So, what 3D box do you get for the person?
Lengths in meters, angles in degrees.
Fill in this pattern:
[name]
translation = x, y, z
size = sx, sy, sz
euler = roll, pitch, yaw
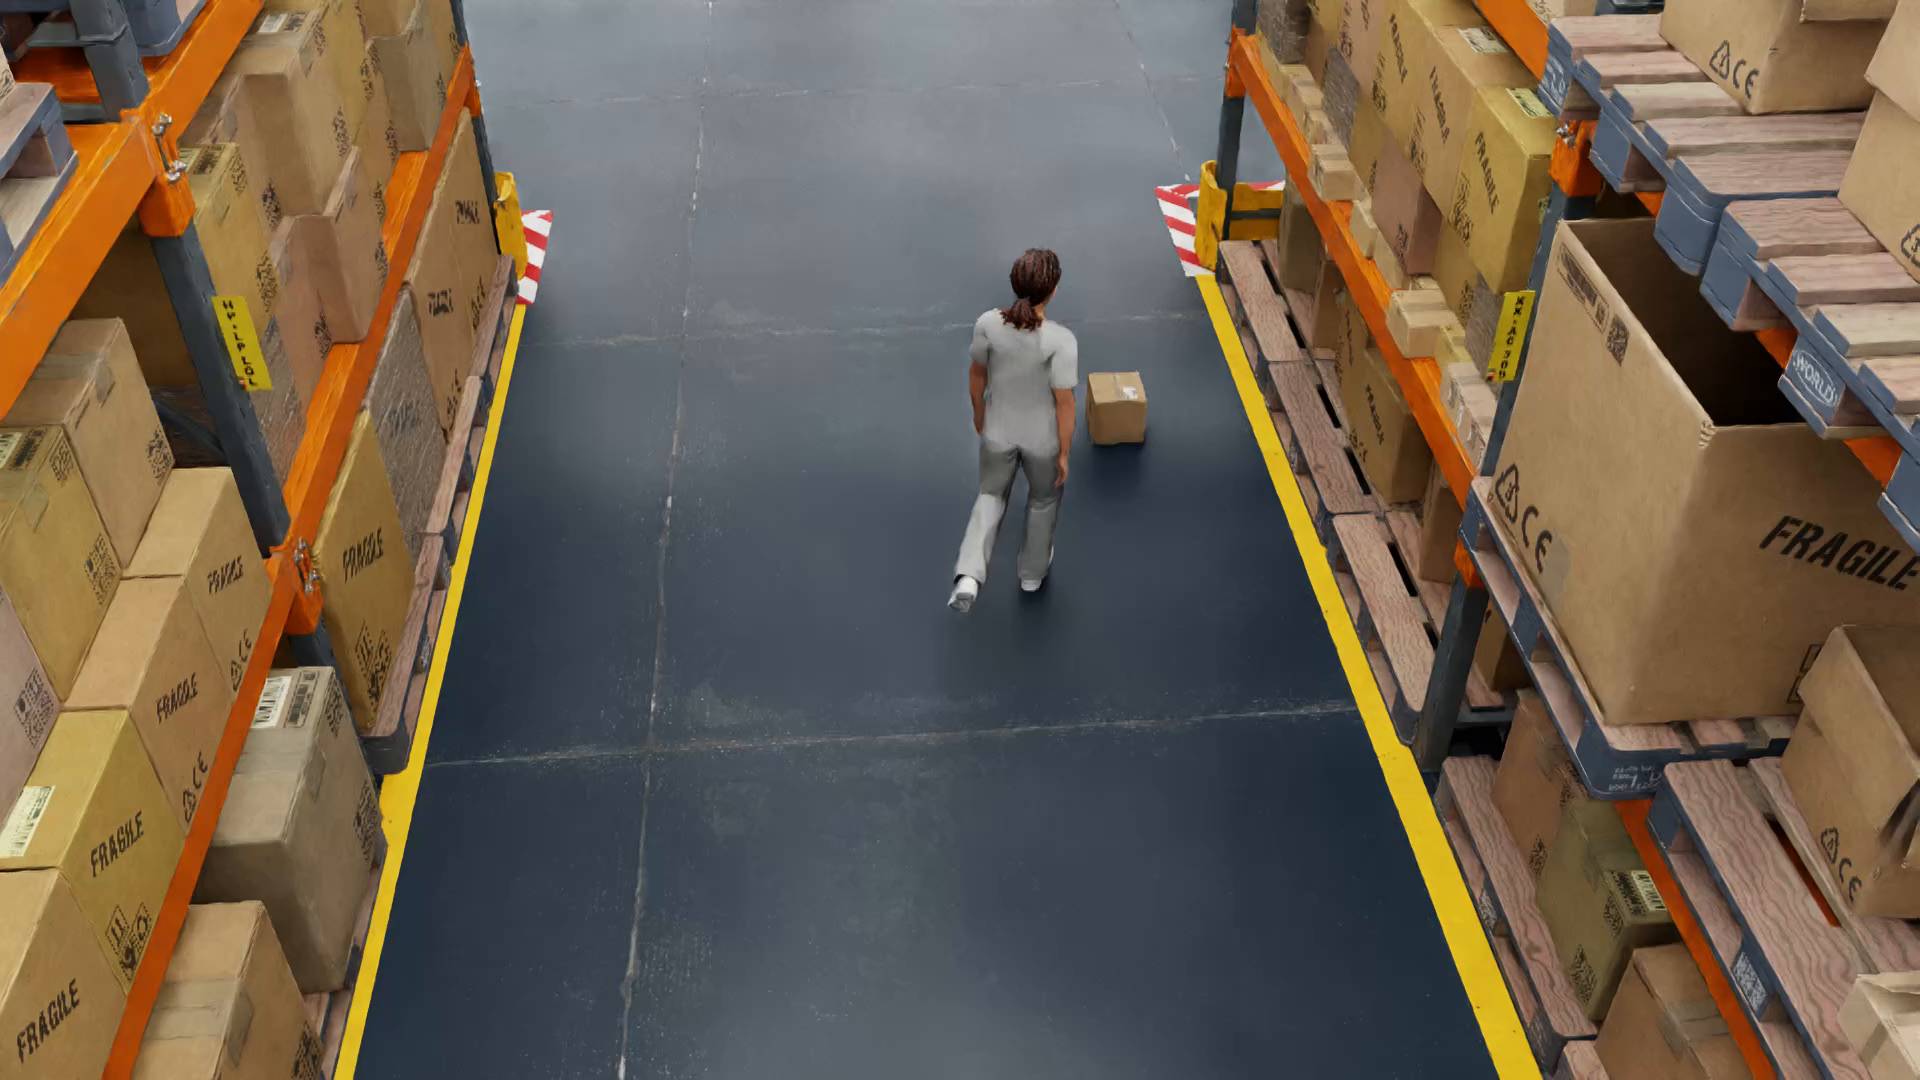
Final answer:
[person]
translation = 0.222, -0.384, 6.622
size = 0.474, 1.651, 0.758
euler = 14, 41, 16
